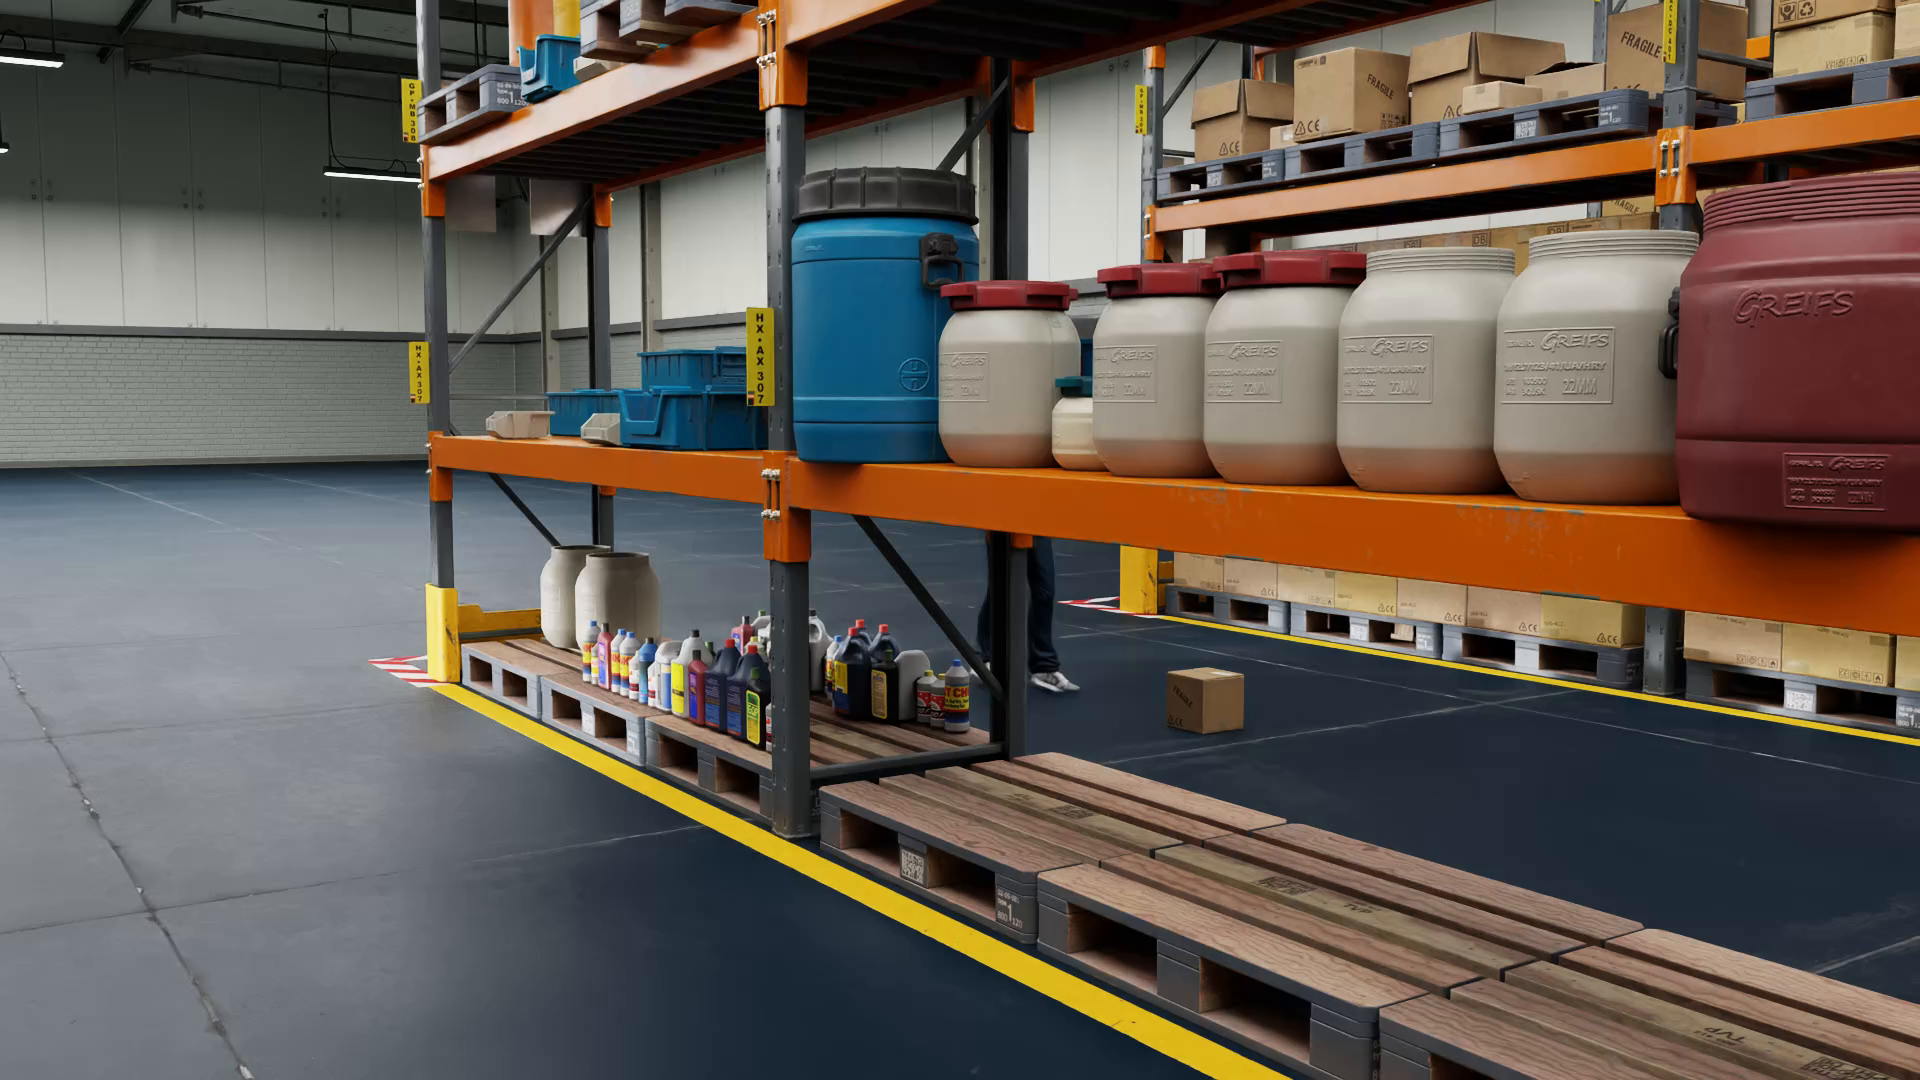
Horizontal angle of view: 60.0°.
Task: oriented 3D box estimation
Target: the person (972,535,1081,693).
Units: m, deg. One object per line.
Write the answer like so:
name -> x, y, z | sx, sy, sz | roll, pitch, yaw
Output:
person -> 0.283, -0.012, 8.541 | 0.592, 1.625, 0.431 | 4, 7, 43
